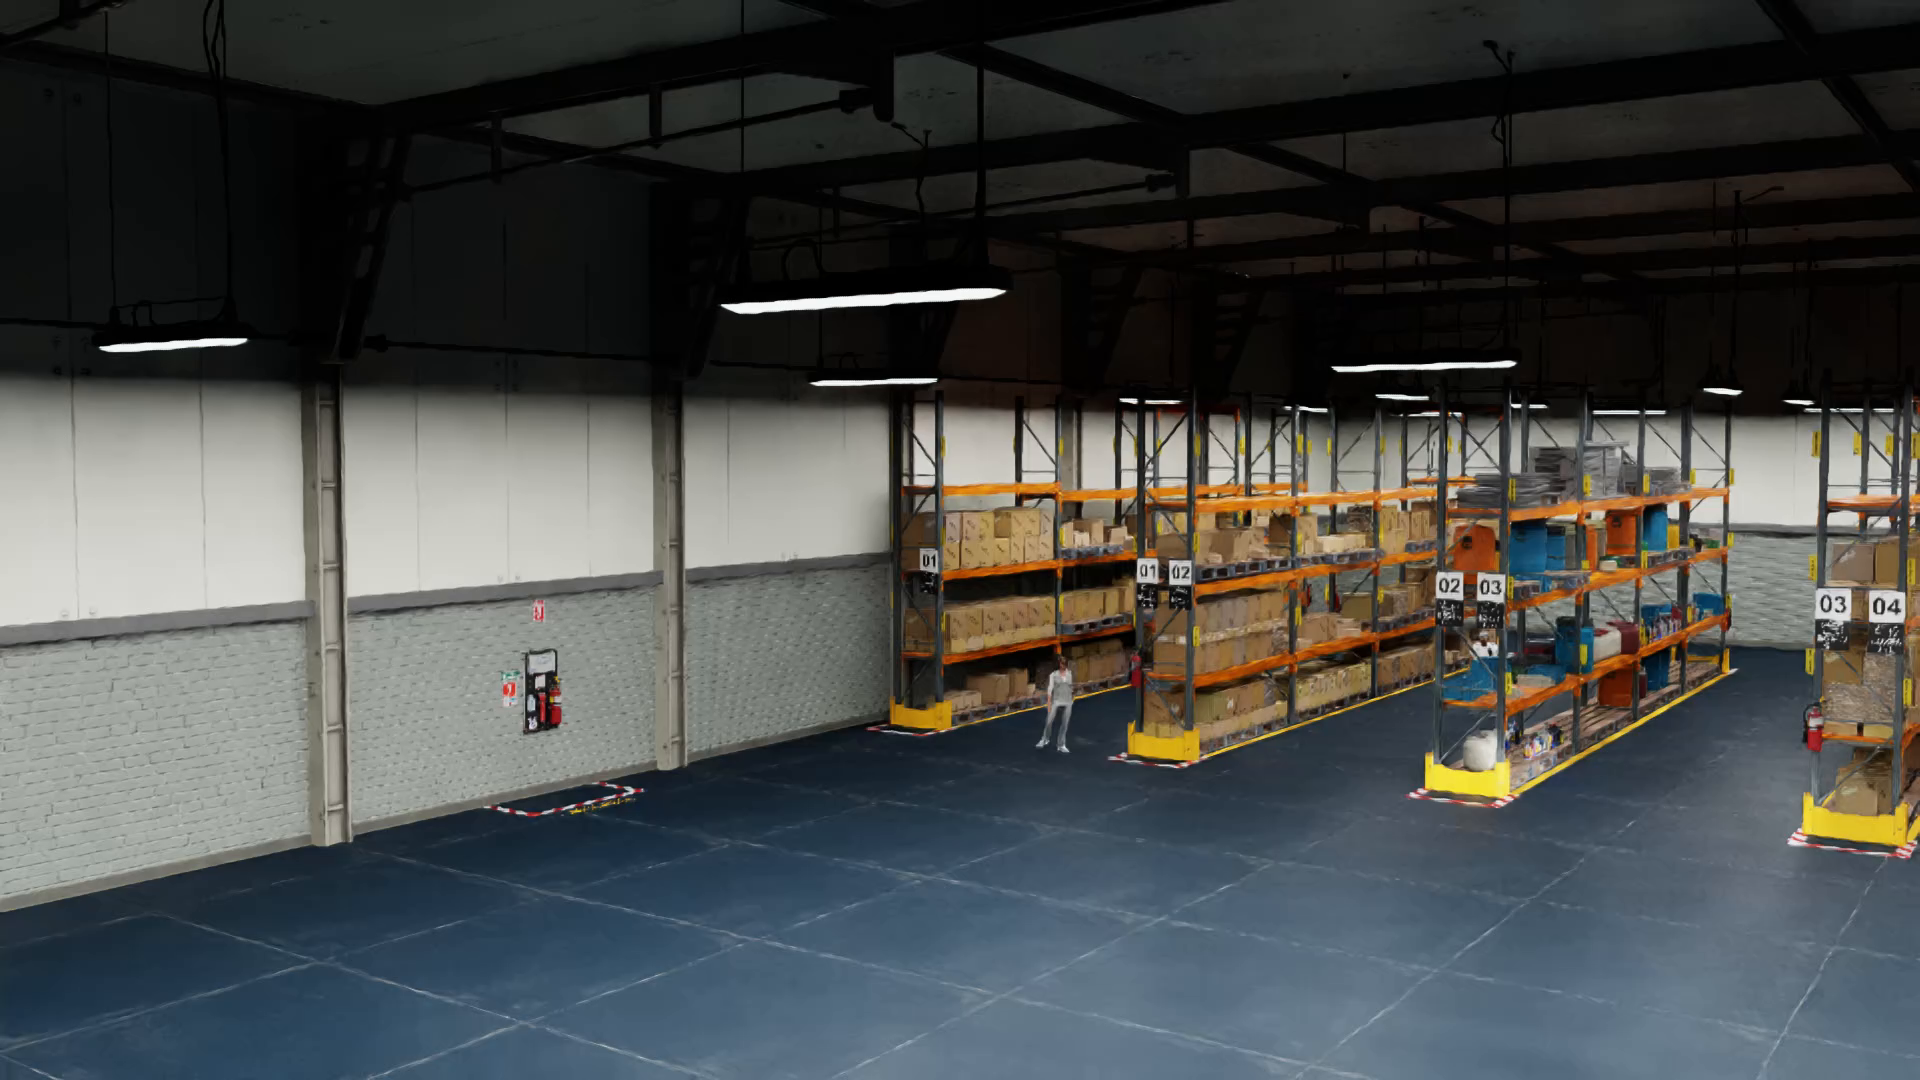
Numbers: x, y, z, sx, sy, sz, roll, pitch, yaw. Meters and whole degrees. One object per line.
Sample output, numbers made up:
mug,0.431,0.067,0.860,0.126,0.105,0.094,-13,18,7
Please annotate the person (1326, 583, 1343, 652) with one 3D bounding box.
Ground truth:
person,9.019,1.859,40.157,0.402,1.734,0.684,2,4,26

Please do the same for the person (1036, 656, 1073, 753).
person,1.551,2.678,27.229,0.589,1.588,0.472,-1,3,-10

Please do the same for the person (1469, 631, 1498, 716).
person,9.737,2.469,30.851,0.625,1.611,0.575,2,4,33
